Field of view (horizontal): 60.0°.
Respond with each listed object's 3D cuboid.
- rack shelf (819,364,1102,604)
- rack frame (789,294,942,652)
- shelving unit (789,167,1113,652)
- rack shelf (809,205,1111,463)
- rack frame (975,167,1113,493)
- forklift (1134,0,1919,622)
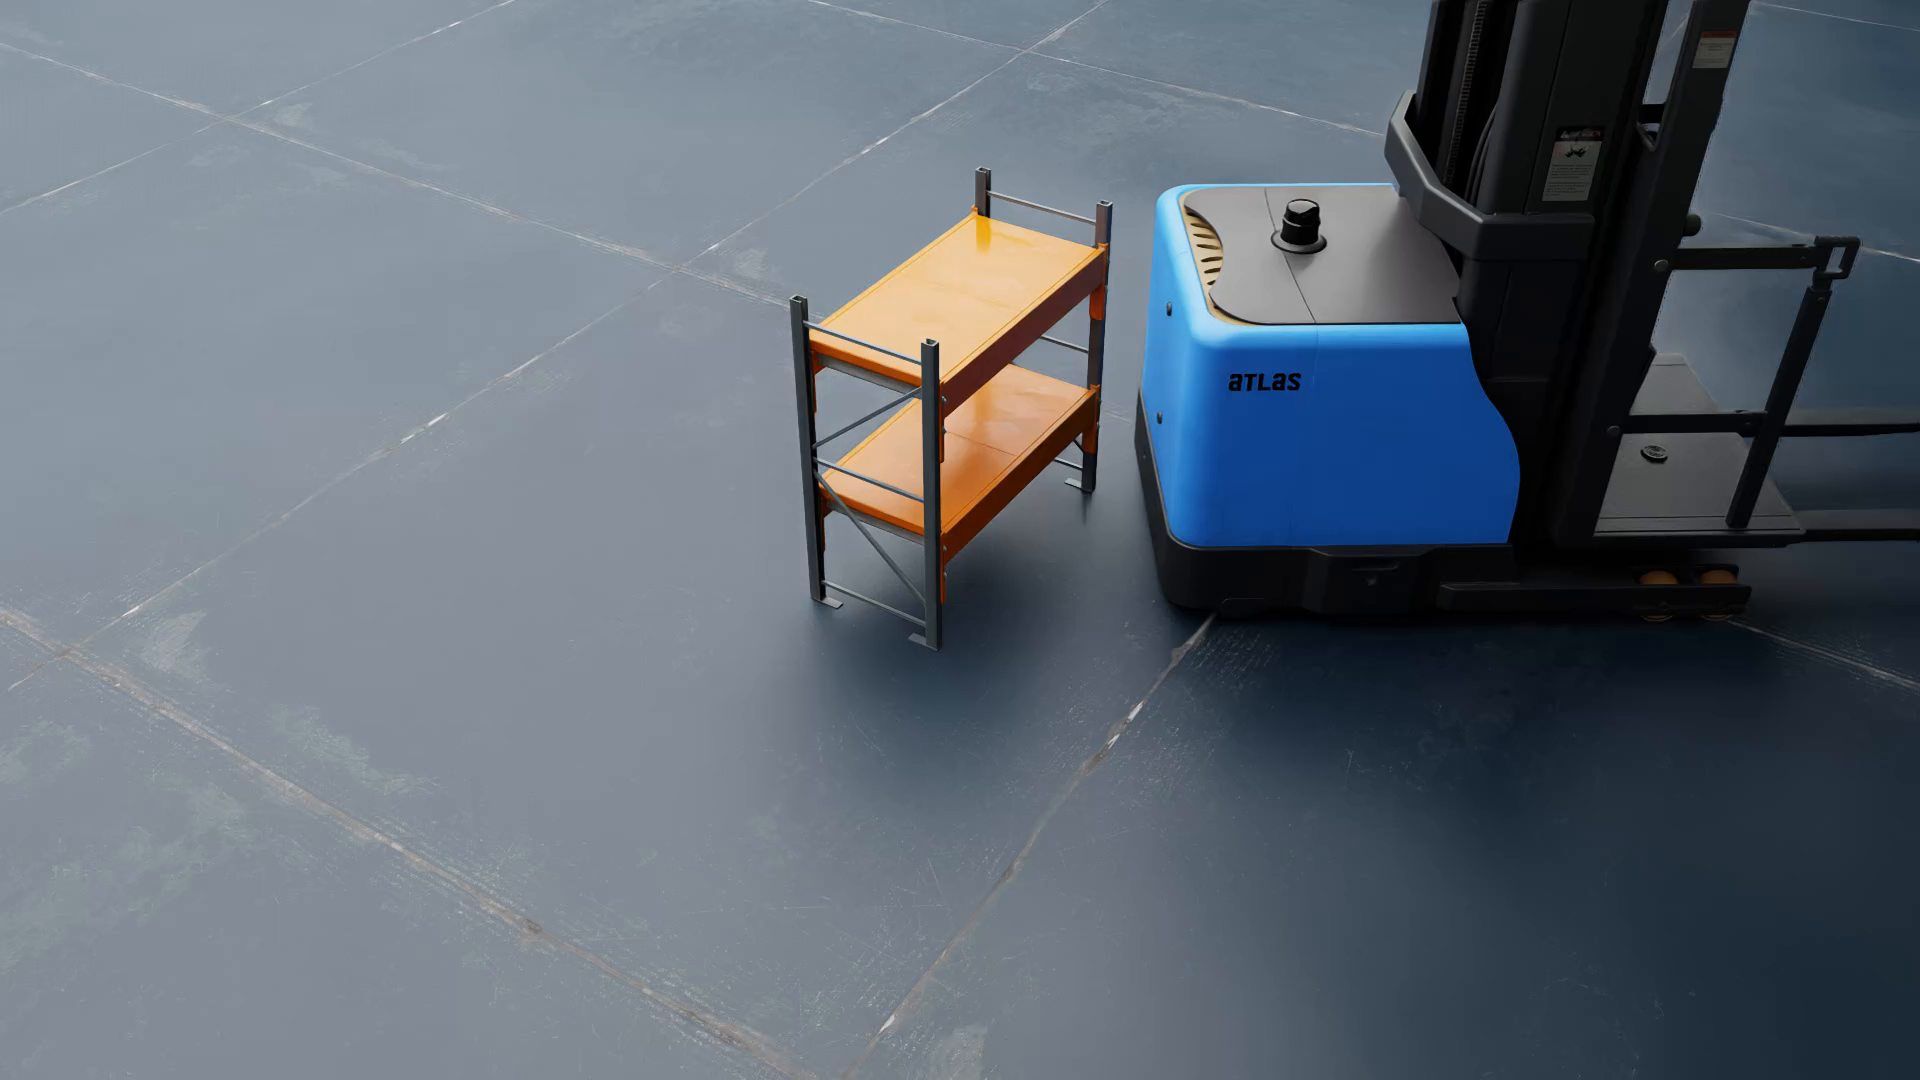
[{"bbox_3d":[-0.004,-0.248,5.551,0.538,0.278,1.000,21,42,25],"label":"rack shelf"},{"bbox_3d":[-0.276,-0.180,5.062,0.500,1.125,0.032,21,42,25],"label":"rack frame"},{"bbox_3d":[-0.004,-0.442,5.402,0.538,1.125,1.048,21,42,25],"label":"shelving unit"},{"bbox_3d":[-0.004,-0.674,5.223,0.538,0.278,1.000,21,42,25],"label":"rack shelf"},{"bbox_3d":[0.269,-0.704,5.742,0.500,1.125,0.032,21,42,25],"label":"rack frame"},{"bbox_3d":[2.162,-1.221,4.934,3.031,2.935,1.130,-1,38,-1],"label":"forklift"}]
